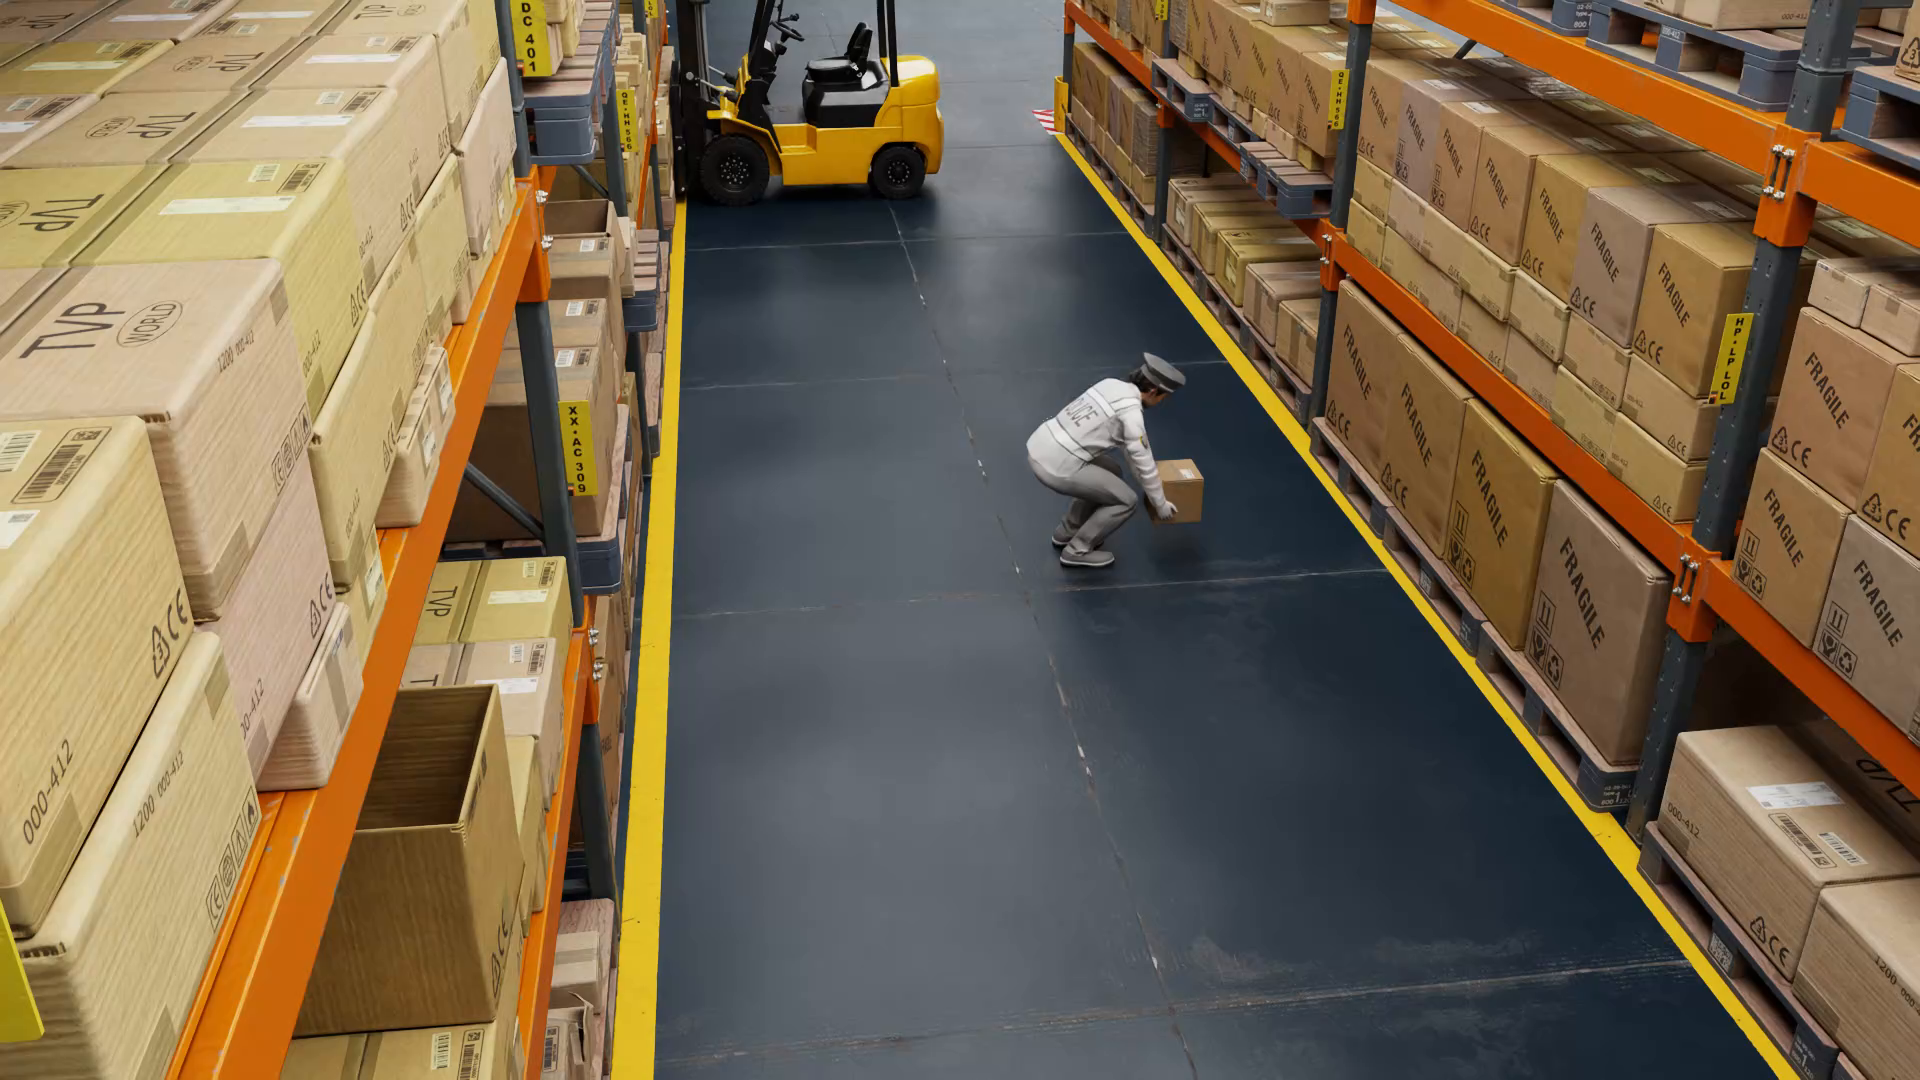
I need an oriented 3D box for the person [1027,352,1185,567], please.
[{"bbox_3d":[0.747,-0.428,8.596,0.815,1.073,0.504,-4,28,-7],"label":"person"}]
